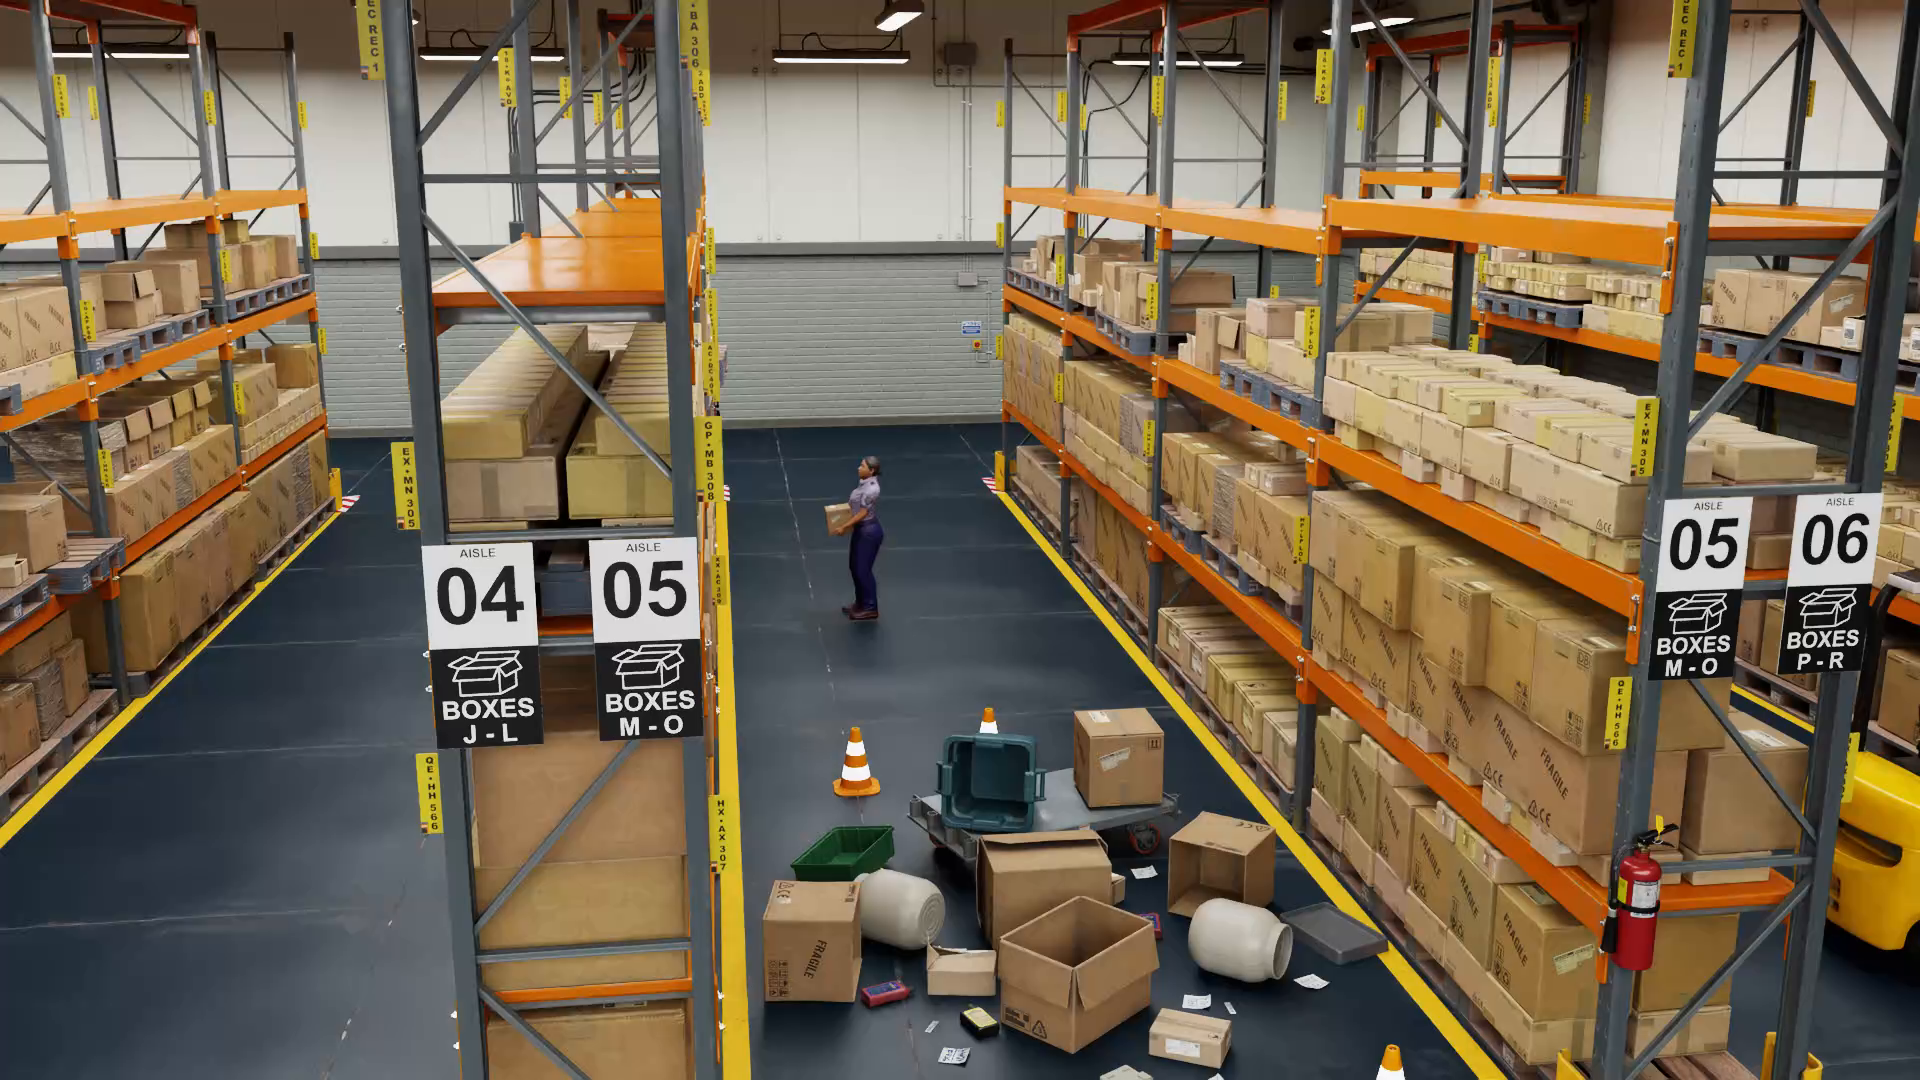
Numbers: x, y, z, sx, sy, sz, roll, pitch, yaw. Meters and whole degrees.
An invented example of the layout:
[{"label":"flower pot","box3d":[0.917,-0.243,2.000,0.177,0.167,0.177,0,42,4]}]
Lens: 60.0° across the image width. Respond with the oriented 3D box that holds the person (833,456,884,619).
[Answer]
[{"label":"person","box3d":[-1.028,-0.040,16.713,0.517,1.634,0.452,-2,13,-8]}]
